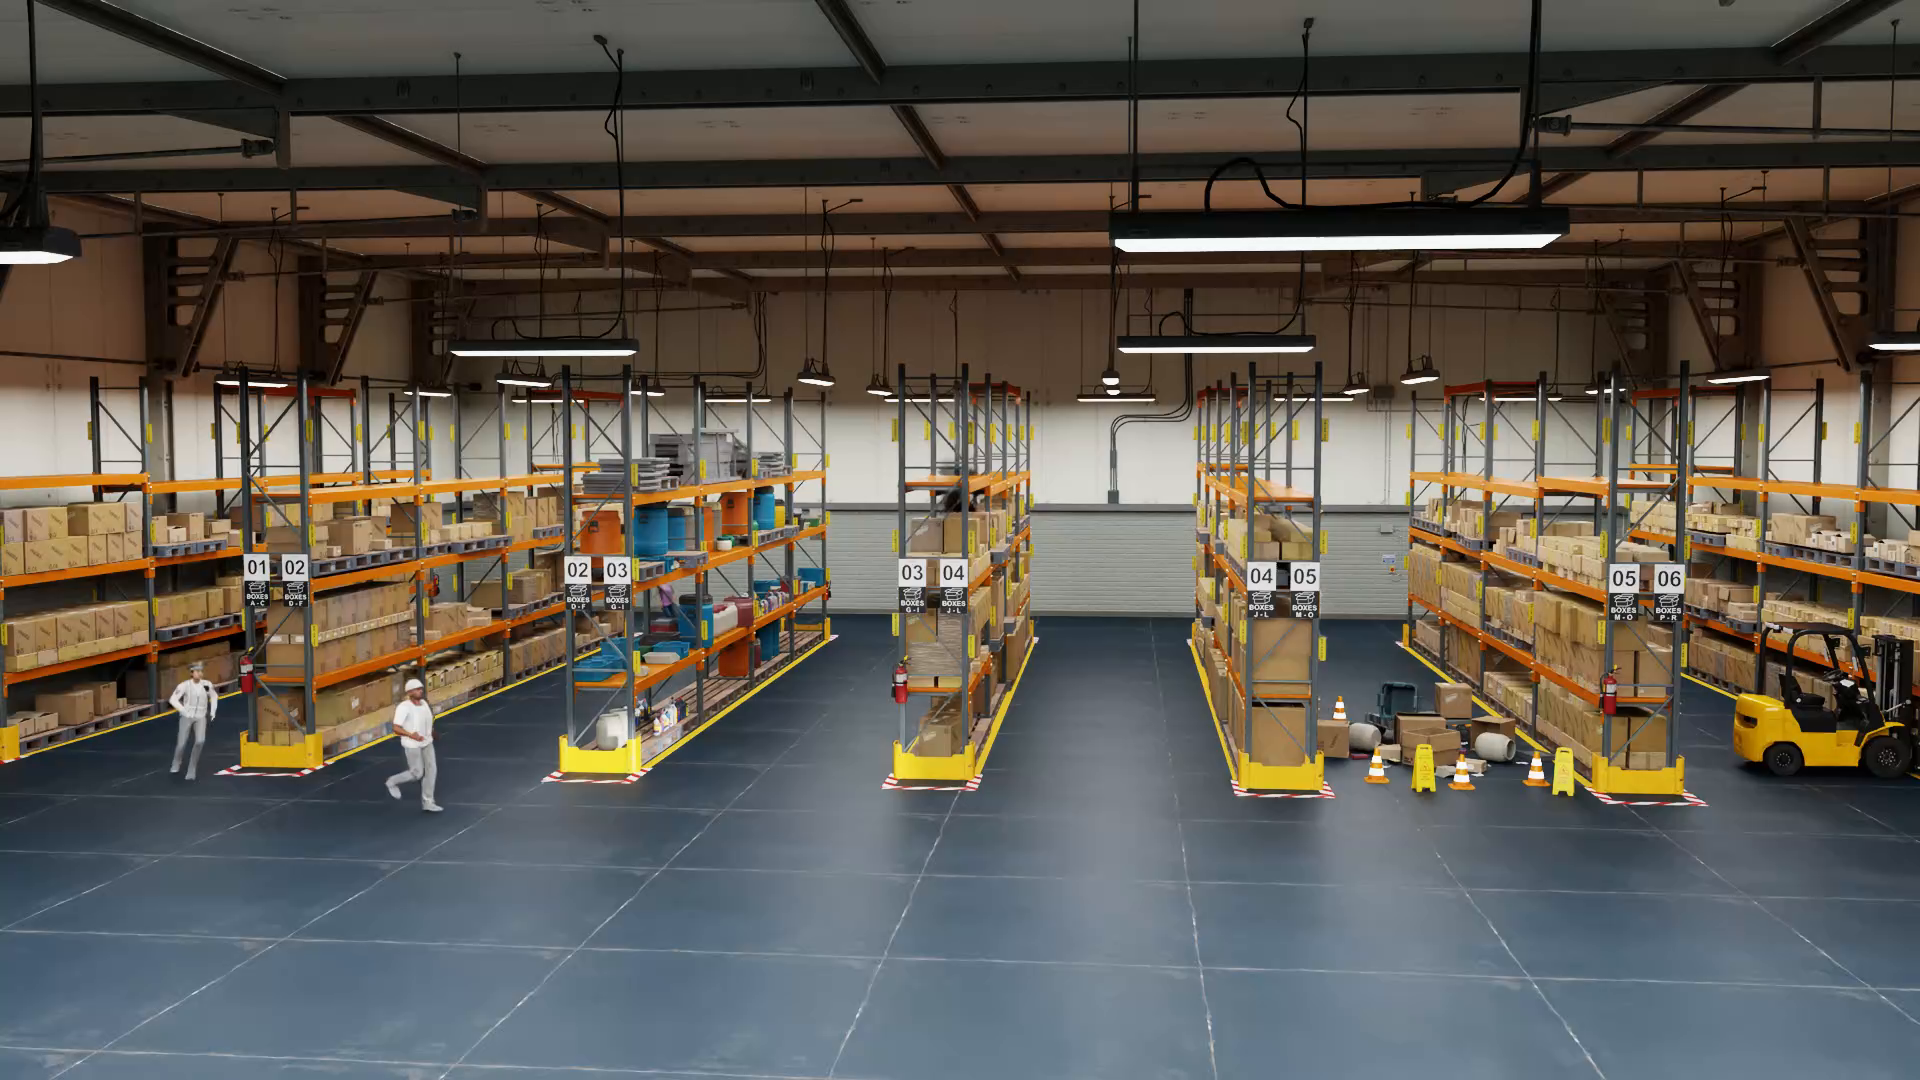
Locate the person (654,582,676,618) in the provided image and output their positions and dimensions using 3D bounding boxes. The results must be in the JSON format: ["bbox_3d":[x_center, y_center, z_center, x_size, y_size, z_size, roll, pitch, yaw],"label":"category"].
[{"bbox_3d":[-7.269,1.612,41.045,0.608,1.518,0.546,-2,4,-26],"label":"person"}]

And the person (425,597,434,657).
[{"bbox_3d":[-10.819,1.992,33.783,0.600,1.657,0.564,0,4,-2],"label":"person"}]

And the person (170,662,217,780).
[{"bbox_3d":[-11.173,2.623,24.289,0.672,1.704,0.653,-2,4,-33],"label":"person"}]

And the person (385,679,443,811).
[{"bbox_3d":[-7.223,2.714,22.075,0.863,1.745,0.699,2,4,23],"label":"person"}]
